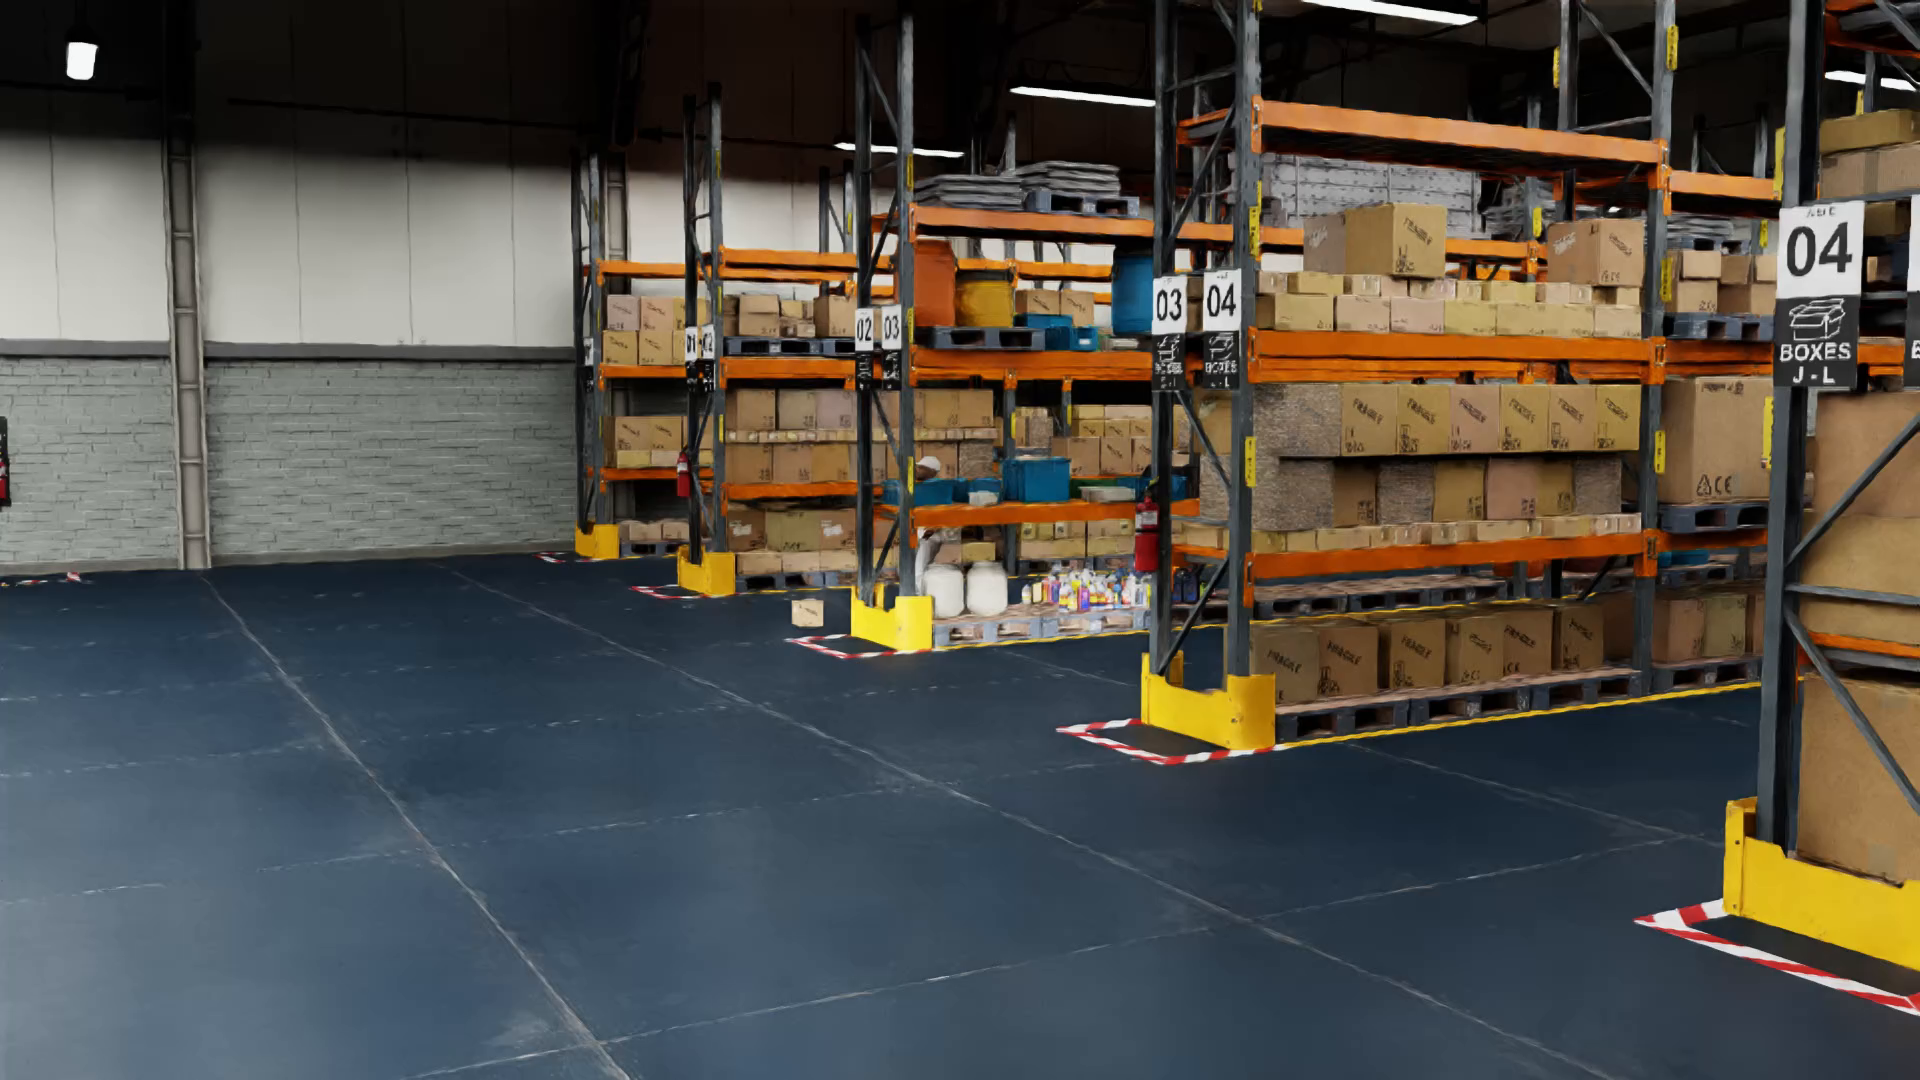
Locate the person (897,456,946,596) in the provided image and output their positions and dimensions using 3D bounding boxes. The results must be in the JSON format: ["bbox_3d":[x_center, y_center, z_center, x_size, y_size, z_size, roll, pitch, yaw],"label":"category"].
[{"bbox_3d":[-0.366,-0.020,17.544,0.501,1.733,0.798,-3,6,-32],"label":"person"}]
